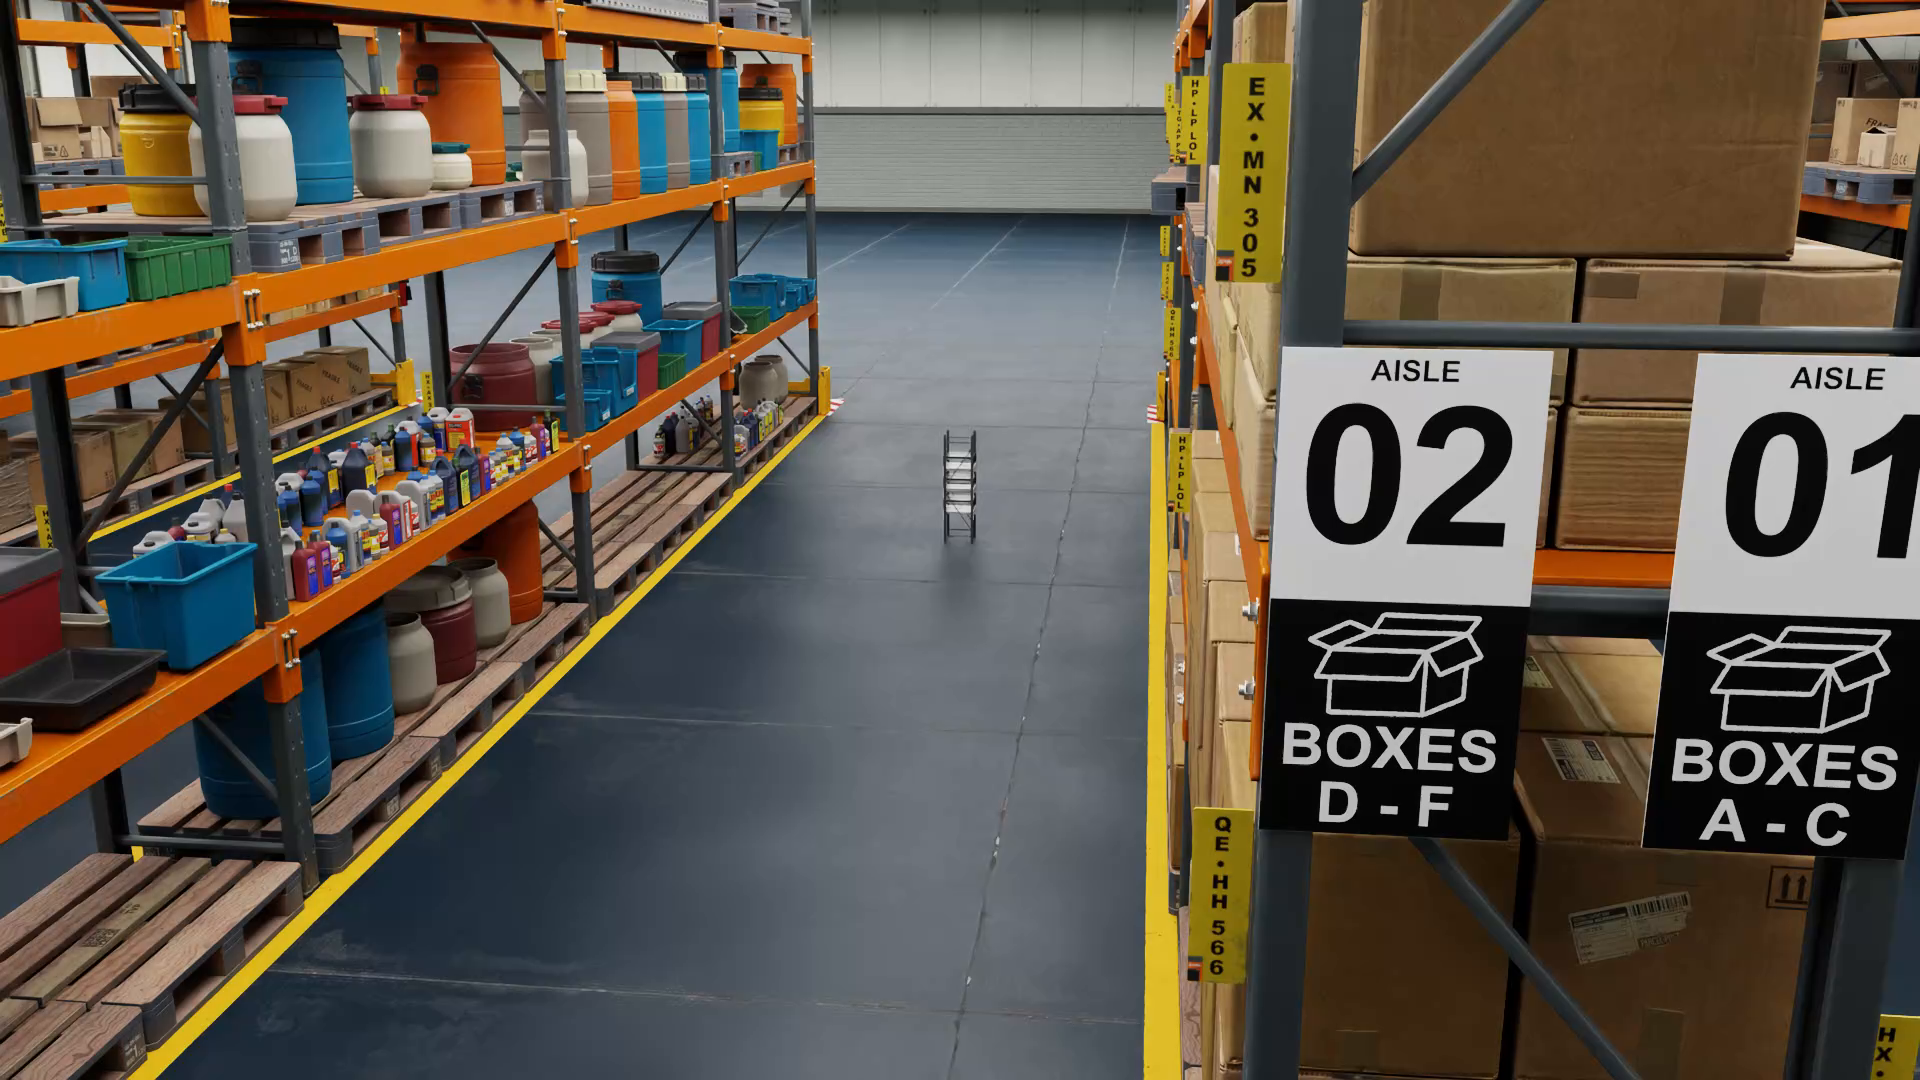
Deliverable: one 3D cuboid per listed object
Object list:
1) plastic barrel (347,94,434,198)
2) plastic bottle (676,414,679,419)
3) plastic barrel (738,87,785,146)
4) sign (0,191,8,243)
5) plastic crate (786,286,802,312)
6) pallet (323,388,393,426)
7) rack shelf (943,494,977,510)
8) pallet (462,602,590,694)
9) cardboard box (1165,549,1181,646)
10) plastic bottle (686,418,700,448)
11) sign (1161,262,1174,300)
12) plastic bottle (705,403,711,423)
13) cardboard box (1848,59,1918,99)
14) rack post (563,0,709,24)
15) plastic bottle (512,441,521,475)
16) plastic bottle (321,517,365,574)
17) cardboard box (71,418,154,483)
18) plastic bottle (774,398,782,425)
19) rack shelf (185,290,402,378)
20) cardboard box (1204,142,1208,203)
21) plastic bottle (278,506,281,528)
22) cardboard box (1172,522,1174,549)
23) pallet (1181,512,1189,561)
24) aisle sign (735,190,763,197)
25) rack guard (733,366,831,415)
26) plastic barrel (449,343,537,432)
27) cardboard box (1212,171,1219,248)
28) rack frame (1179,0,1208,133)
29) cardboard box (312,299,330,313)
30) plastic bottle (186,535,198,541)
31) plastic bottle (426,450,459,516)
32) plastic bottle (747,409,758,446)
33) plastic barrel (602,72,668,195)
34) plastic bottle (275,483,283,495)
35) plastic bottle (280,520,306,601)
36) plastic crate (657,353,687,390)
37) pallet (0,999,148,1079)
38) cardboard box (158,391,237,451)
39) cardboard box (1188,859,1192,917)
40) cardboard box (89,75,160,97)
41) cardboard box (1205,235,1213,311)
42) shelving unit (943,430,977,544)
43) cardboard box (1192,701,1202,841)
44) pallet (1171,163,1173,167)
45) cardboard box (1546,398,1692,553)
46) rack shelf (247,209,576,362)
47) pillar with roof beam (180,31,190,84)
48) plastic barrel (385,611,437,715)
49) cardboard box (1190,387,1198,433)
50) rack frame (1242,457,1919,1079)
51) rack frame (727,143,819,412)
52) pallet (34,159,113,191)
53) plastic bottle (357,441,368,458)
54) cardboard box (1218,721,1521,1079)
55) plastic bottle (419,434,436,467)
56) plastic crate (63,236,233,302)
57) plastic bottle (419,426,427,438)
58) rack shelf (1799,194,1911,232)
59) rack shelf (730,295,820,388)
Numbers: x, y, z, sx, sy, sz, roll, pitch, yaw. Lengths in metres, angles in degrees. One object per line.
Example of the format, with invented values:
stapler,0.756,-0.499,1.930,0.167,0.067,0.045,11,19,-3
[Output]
plastic barrel,-3.076,-2.132,8.987,0.433,0.535,0.433,0,15,0
plastic bottle,-2.789,-1.087,16.296,0.061,0.283,0.133,3,15,10
plastic barrel,-2.125,-4.397,17.263,0.600,0.588,0.600,0,15,0
sign,-4.023,-1.311,7.001,0.100,0.325,0.005,2,15,6
plastic crate,-1.961,-2.576,17.726,0.499,0.251,0.408,2,15,6
pallet,-7.180,-1.525,18.897,1.003,0.211,1.213,2,15,6
rack shelf,-0.001,-0.313,13.569,0.258,0.077,0.200,2,15,6
pallet,-3.073,0.672,10.771,1.003,0.211,1.213,2,15,6
cardboard box,1.560,0.371,10.488,0.500,0.500,0.500,2,15,9
plastic bottle,-2.616,-1.042,16.144,0.152,0.276,0.135,2,15,6
sign,1.795,-2.242,14.397,0.100,0.325,0.005,2,15,6
plastic bottle,-2.649,-1.328,17.345,0.097,0.201,0.097,0,15,0
cardboard box,7.609,-3.732,13.827,0.500,0.500,0.500,2,15,7
rack post,-2.711,-4.396,12.298,1.013,1.000,3.121,2,15,6
plastic bottle,-2.737,-0.501,10.150,0.097,0.201,0.097,0,15,0
plastic bottle,-3.005,0.014,8.101,0.152,0.276,0.135,2,15,6
cardboard box,-7.659,-0.787,14.771,0.700,0.500,0.500,2,15,6
plastic bottle,-1.890,-1.335,17.215,0.061,0.283,0.133,2,15,8
rack shelf,-7.270,-2.234,17.557,1.077,0.370,4.000,2,15,6
cardboard box,1.764,-1.848,8.810,0.910,0.500,0.500,2,15,6
plastic bottle,-3.534,-0.110,8.417,0.144,0.351,0.185,2,15,6
cardboard box,1.710,-0.022,11.385,0.500,0.311,0.500,2,15,8
pallet,1.681,-0.135,8.784,1.003,0.211,1.213,2,15,6
aisle sign,-2.406,-4.237,18.603,0.394,0.787,0.004,2,15,6
rack guard,-2.085,-1.727,19.090,1.175,0.500,0.348,2,15,6
plastic barrel,-3.274,-1.074,11.629,0.600,0.536,0.708,2,15,6
cardboard box,1.088,-1.064,5.432,0.500,0.250,0.500,2,15,6
rack frame,2.347,-4.666,13.679,1.000,3.000,0.127,2,15,6
cardboard box,-6.936,-2.507,17.668,0.380,0.149,0.250,2,15,6
plastic bottle,-3.692,0.078,8.006,0.097,0.201,0.097,0,15,0
plastic bottle,-2.872,-0.319,9.191,0.144,0.351,0.185,2,15,6
plastic bottle,-2.050,-1.097,16.203,0.144,0.351,0.185,1,15,4
plastic barrel,-2.564,-3.129,12.782,0.600,0.901,0.708,2,15,6
plastic bottle,-3.640,-0.154,8.724,0.152,0.276,0.135,2,15,6
plastic bottle,-3.111,0.089,7.679,0.144,0.351,0.185,2,15,6
plastic crate,-2.490,-1.355,13.331,0.450,0.188,0.662,2,15,6
pallet,-3.657,2.013,5.813,1.003,0.211,1.213,2,15,6
cardboard box,-7.411,-1.161,16.195,0.500,0.500,0.500,1,15,5
cardboard box,1.182,1.493,6.703,0.500,0.311,0.500,2,15,6
cardboard box,-7.698,-4.068,15.495,0.500,0.500,0.500,1,15,5
cardboard box,1.144,-0.952,5.977,0.500,0.250,0.500,2,15,6
shelving unit,-0.001,-0.432,13.537,0.258,0.900,0.210,2,15,6
cardboard box,0.947,0.775,4.857,0.500,0.500,0.500,1,15,5
pallet,2.558,-3.713,16.070,1.003,0.211,1.213,2,15,6
cardboard box,1.304,-0.159,3.045,0.500,0.250,0.500,2,15,6
rack shelf,-3.251,-1.462,8.952,1.077,0.370,4.000,2,15,6
pillar with roof beam,-15.812,-12.377,42.196,9.100,9.000,0.400,2,15,6
plastic barrel,-3.166,0.688,9.332,0.421,0.512,0.421,0,15,0
cardboard box,1.644,-0.585,9.084,0.700,0.500,0.500,5,16,17
rack frame,0.993,1.342,2.952,1.000,3.000,0.127,2,15,6
rack frame,-2.123,-2.954,18.842,1.000,3.000,0.127,2,15,6
pallet,-7.785,-2.994,13.602,1.213,0.211,1.003,2,15,6
plastic bottle,-3.540,-0.446,9.810,0.097,0.271,0.097,0,15,0
cardboard box,0.770,0.688,3.265,0.500,0.500,0.500,2,15,6
plastic bottle,-3.322,-0.562,10.375,0.097,0.201,0.097,0,15,0
plastic crate,-3.224,-1.069,6.528,0.450,0.188,0.662,2,15,6
plastic bottle,-3.447,-0.626,10.613,0.097,0.201,0.097,0,15,0
rack shelf,7.044,-2.207,11.710,1.077,0.370,4.000,2,15,6
rack shelf,-2.349,-2.088,17.017,1.077,0.370,4.000,2,15,6
